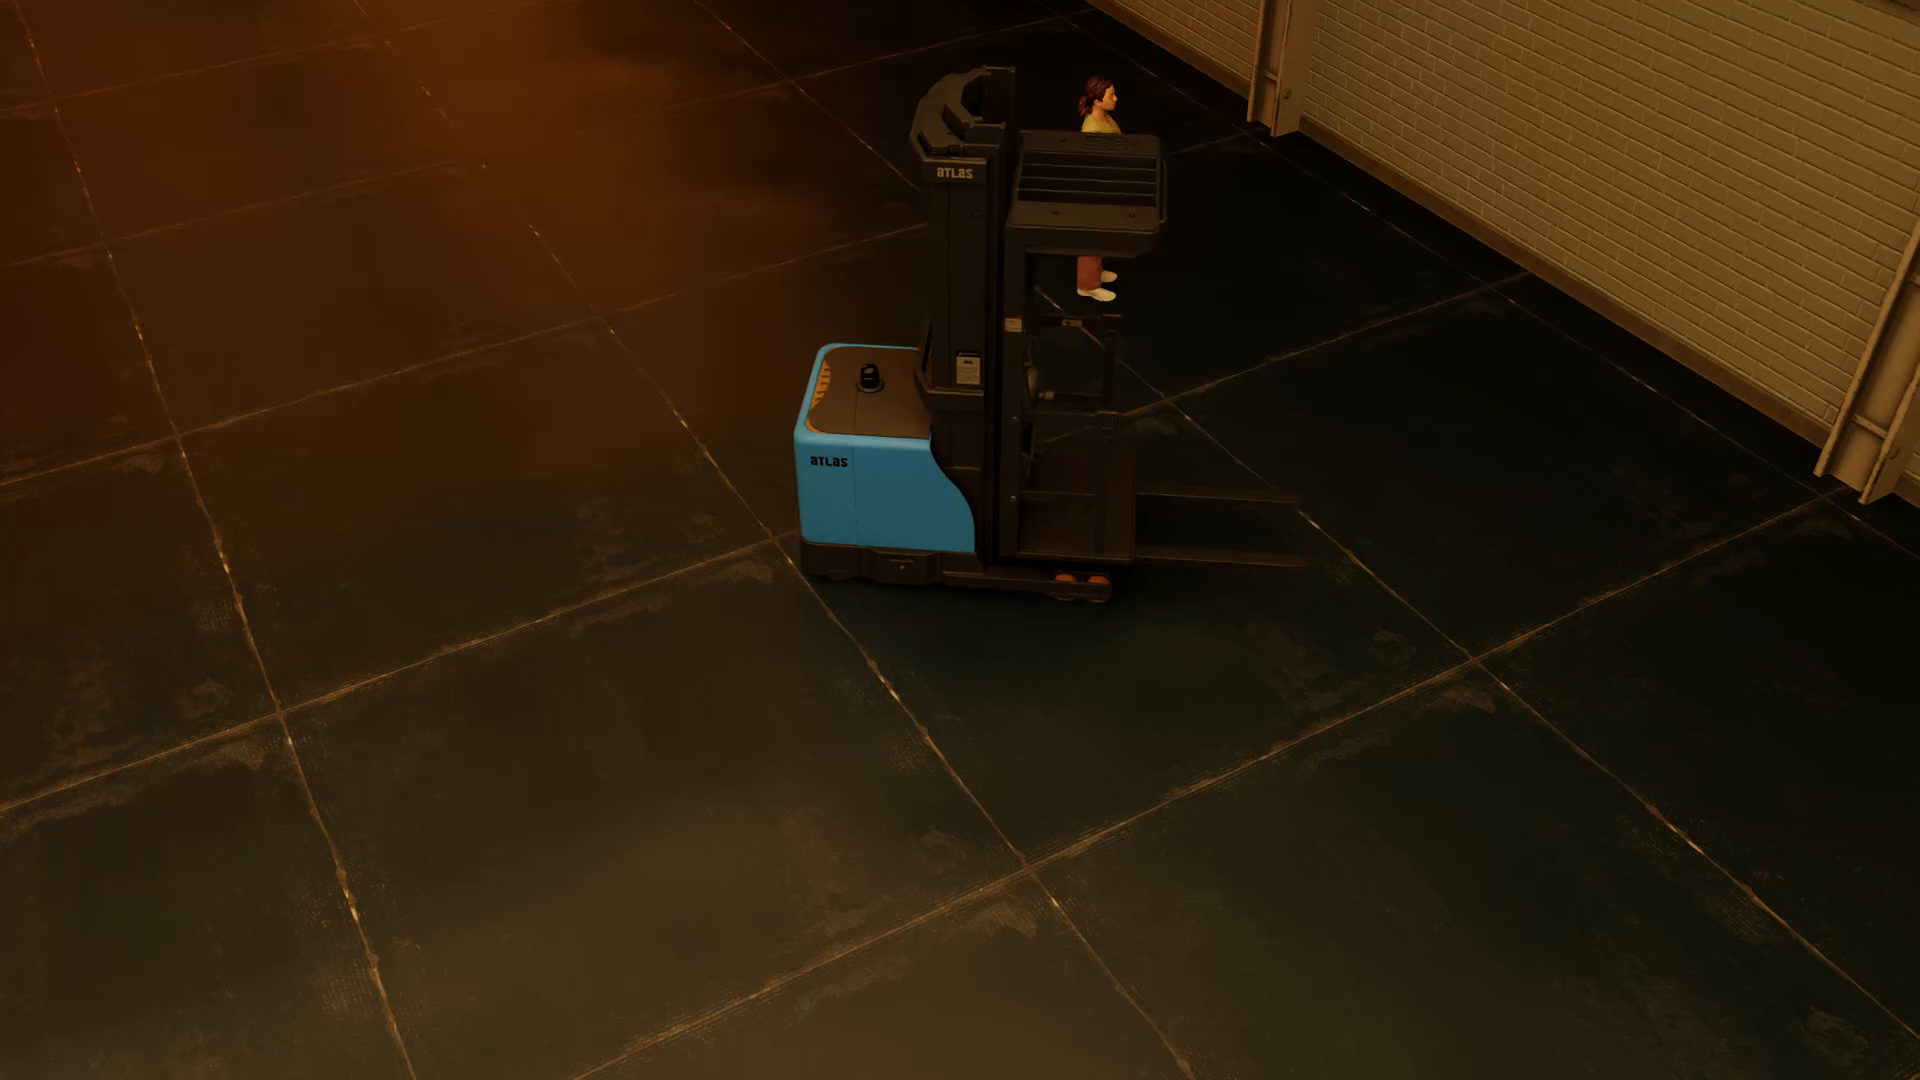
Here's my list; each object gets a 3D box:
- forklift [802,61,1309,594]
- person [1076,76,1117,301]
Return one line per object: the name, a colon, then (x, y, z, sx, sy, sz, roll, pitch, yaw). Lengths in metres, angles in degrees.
forklift: (0.587, -1.180, 9.459, 3.031, 2.935, 1.130, -3, 40, -3)
person: (1.012, -2.579, 12.133, 0.383, 1.671, 0.438, 6, 40, 7)
